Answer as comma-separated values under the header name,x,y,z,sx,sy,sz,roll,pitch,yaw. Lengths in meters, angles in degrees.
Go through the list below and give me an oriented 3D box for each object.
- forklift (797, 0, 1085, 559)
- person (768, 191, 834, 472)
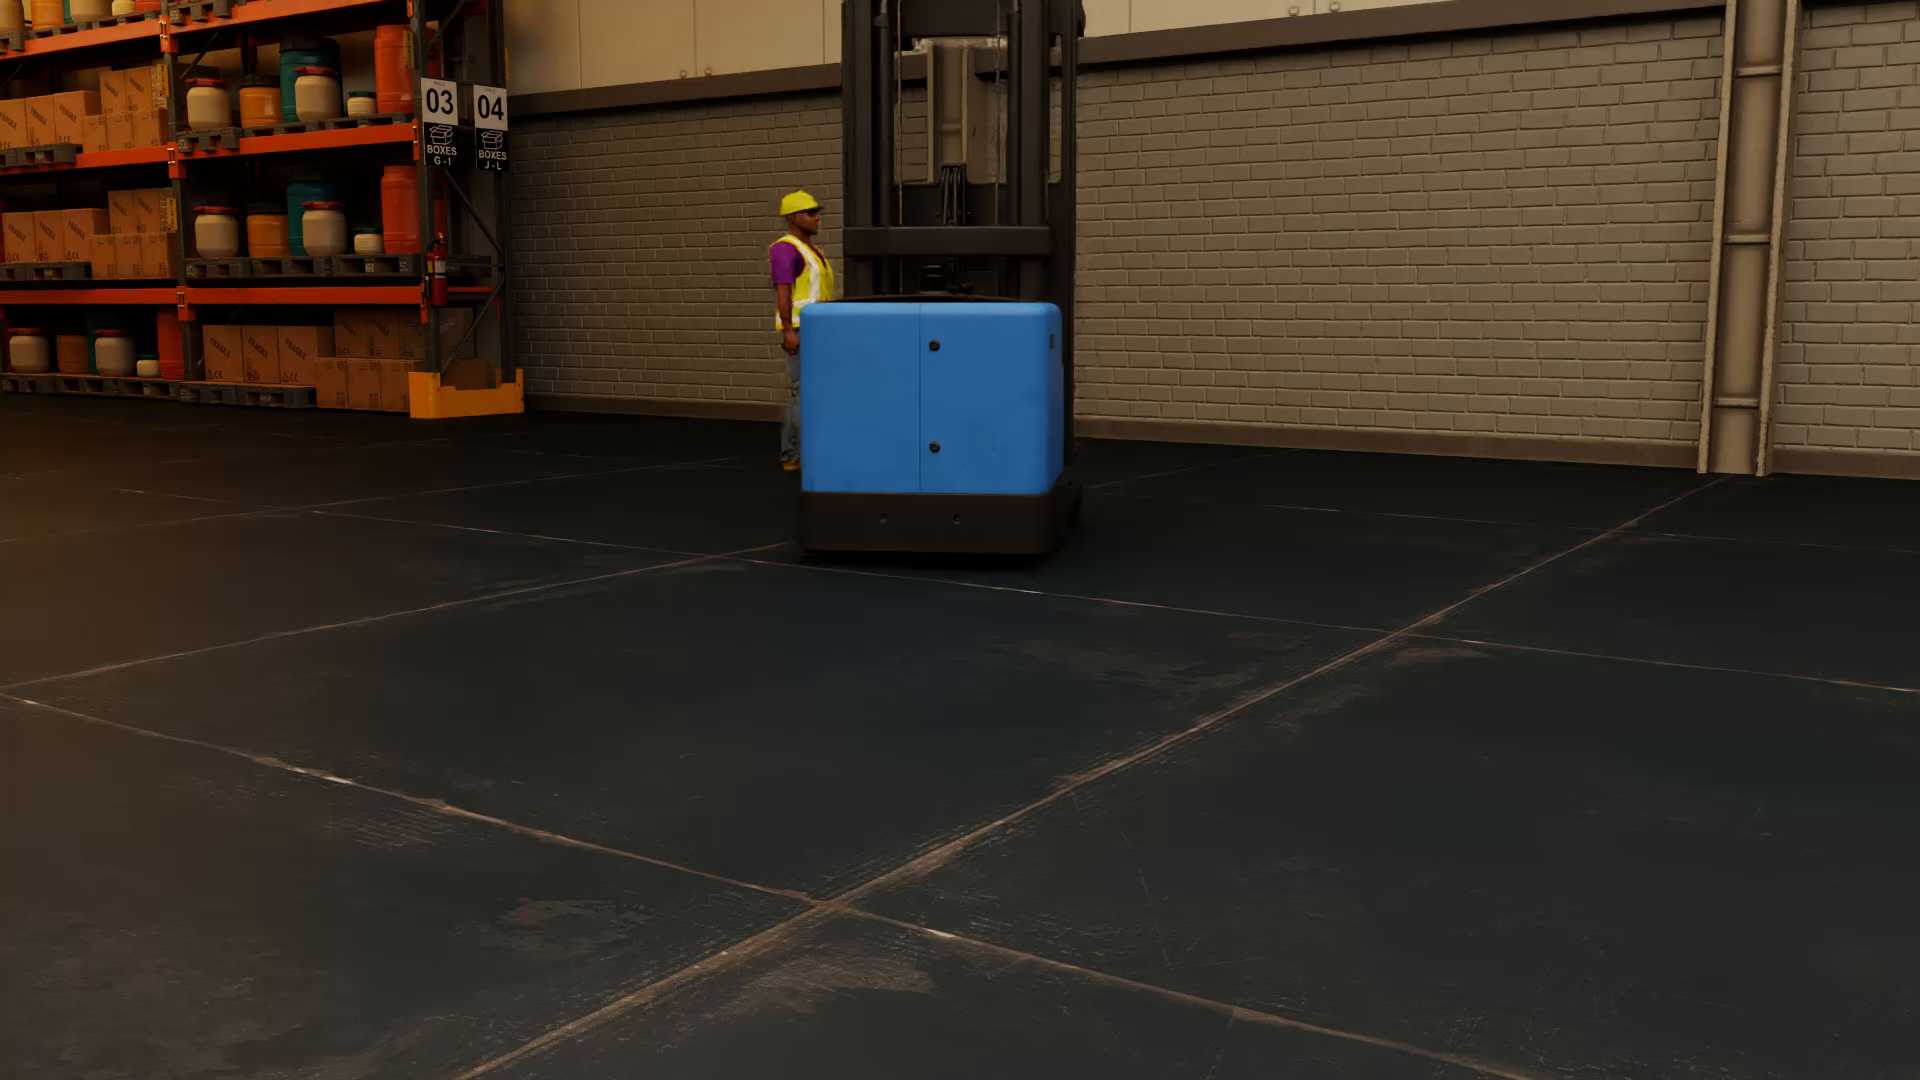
name,x,y,z,sx,sy,sz,roll,pitch,yaw
forklift,0.026,-1.541,8.027,1.130,2.935,3.031,1,8,7
person,-0.921,-1.306,10.533,0.485,1.769,0.560,2,8,14
